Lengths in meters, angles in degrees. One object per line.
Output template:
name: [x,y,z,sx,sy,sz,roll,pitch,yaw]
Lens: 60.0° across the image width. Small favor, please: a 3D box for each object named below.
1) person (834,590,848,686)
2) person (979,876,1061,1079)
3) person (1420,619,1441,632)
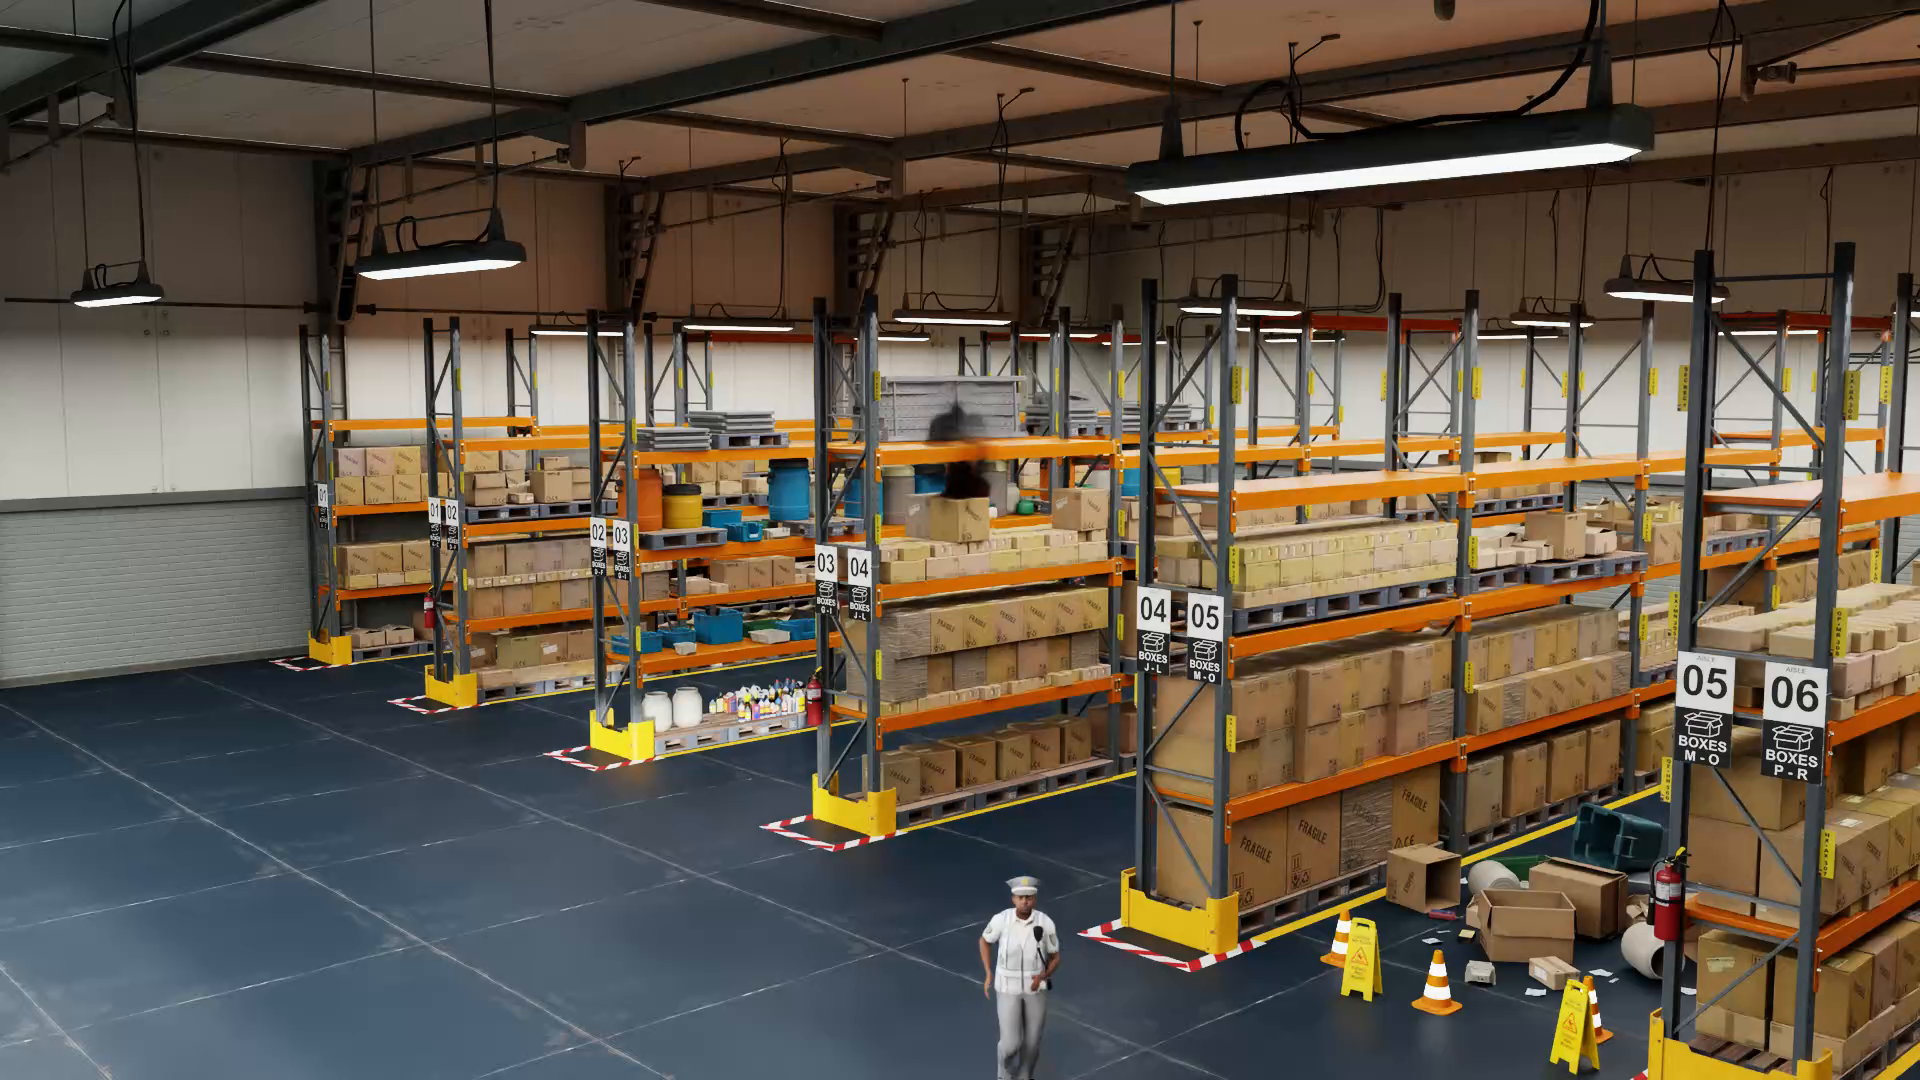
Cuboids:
person: [-1.947,1.525,27.380,0.905,1.758,0.698,-5,8,-42]
person: [0.429,3.166,11.646,0.564,1.657,0.562,0,6,-2]
person: [6.714,1.902,23.711,0.604,1.850,0.660,4,7,37]
